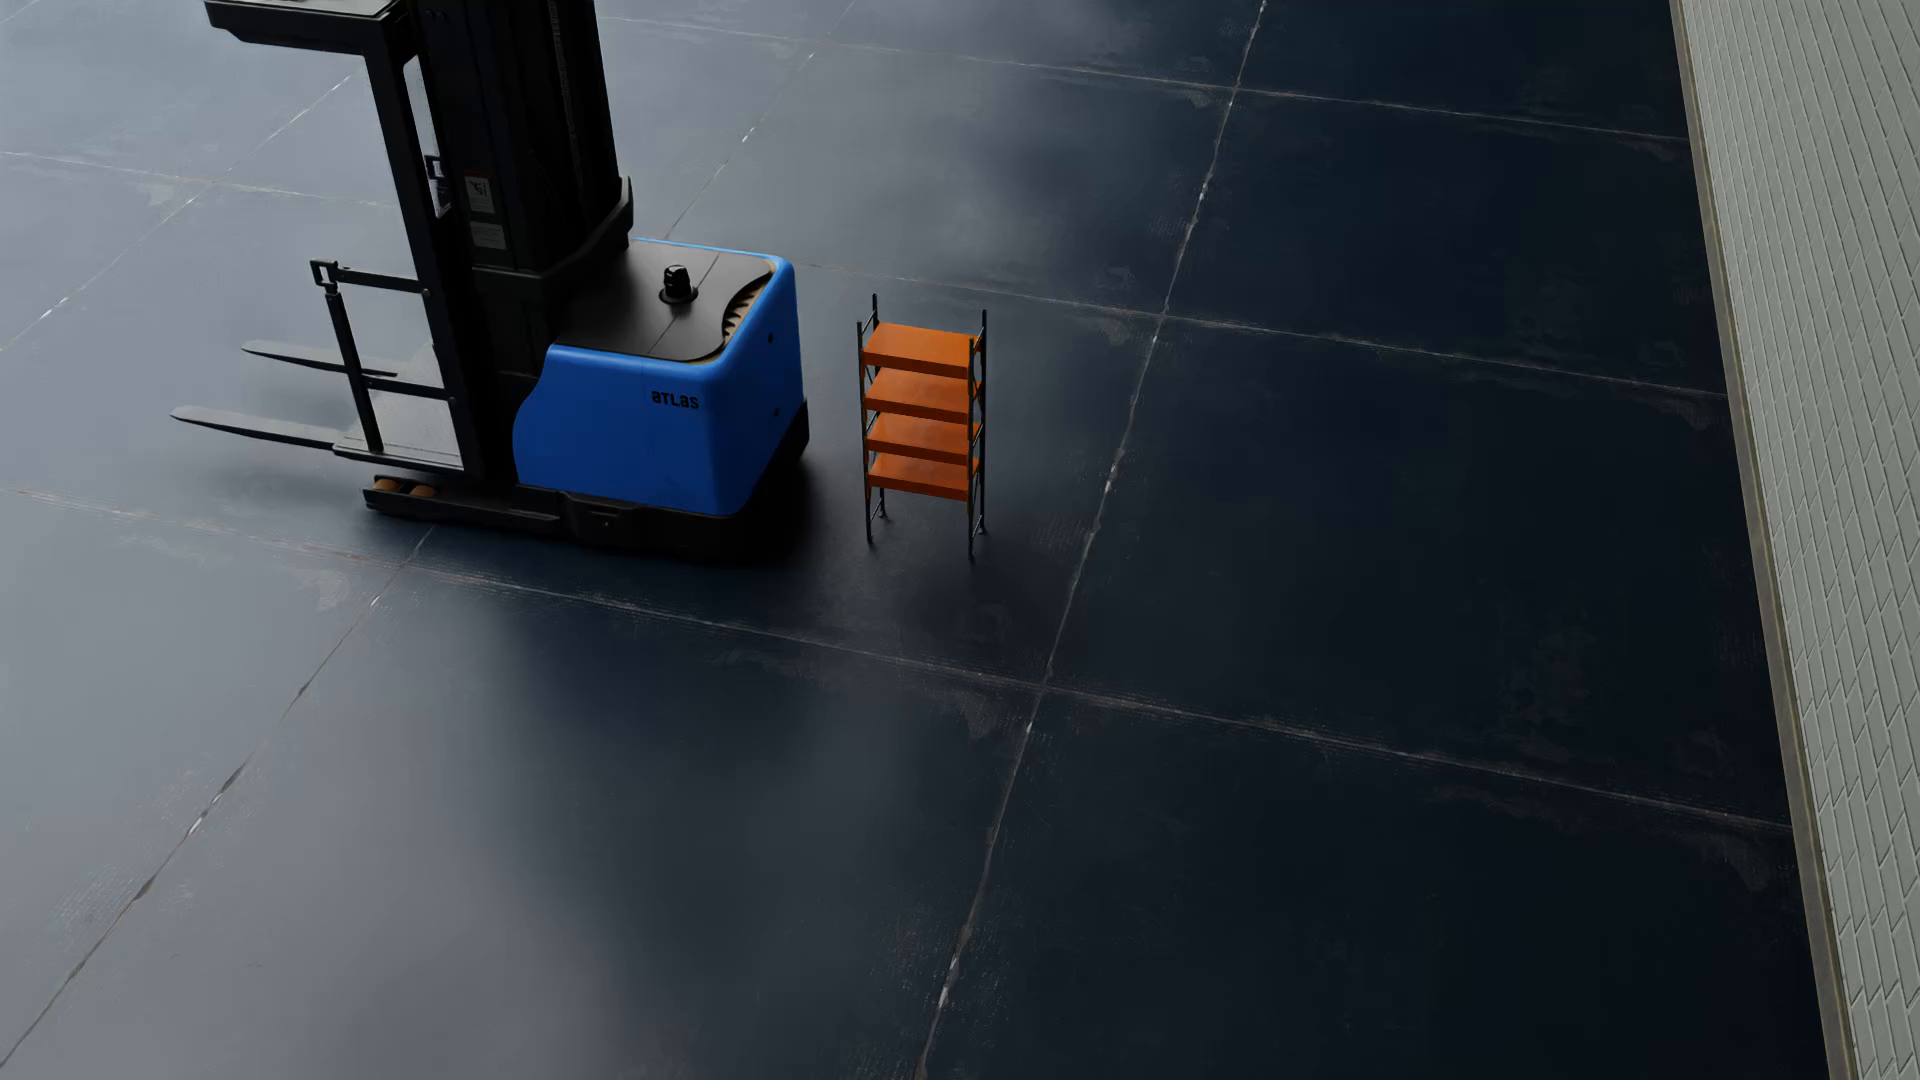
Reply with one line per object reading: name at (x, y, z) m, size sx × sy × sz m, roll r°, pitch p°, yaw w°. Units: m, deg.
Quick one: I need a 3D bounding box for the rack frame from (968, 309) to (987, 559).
rack frame at (0.076, -0.446, 7.349) m, size 0.015 × 1.200 × 0.240 m, roll 10°, pitch 41°, yaw 11°

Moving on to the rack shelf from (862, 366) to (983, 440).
rack shelf at (-0.160, -0.607, 7.296) m, size 0.480 × 0.148 × 0.258 m, roll 10°, pitch 41°, yaw 11°

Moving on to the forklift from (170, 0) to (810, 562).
forklift at (-2.320, -1.532, 7.296) m, size 3.031 × 2.935 × 1.130 m, roll 9°, pitch 41°, yaw 11°

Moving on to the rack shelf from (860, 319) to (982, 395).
rack shelf at (-0.160, -0.788, 7.144) m, size 0.480 × 0.148 × 0.258 m, roll 10°, pitch 41°, yaw 11°

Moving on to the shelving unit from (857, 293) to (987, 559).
shelving unit at (-0.160, -0.487, 7.397) m, size 0.503 × 1.200 × 0.258 m, roll 10°, pitch 41°, yaw 11°

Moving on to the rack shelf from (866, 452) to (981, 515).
rack shelf at (-0.160, -0.283, 7.568) m, size 0.480 × 0.148 × 0.258 m, roll 10°, pitch 41°, yaw 11°

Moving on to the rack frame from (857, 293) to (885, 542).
rack frame at (-0.396, -0.528, 7.445) m, size 0.015 × 1.200 × 0.240 m, roll 10°, pitch 41°, yaw 11°

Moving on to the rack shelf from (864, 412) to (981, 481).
rack shelf at (-0.160, -0.435, 7.440) m, size 0.480 × 0.148 × 0.258 m, roll 10°, pitch 41°, yaw 11°
